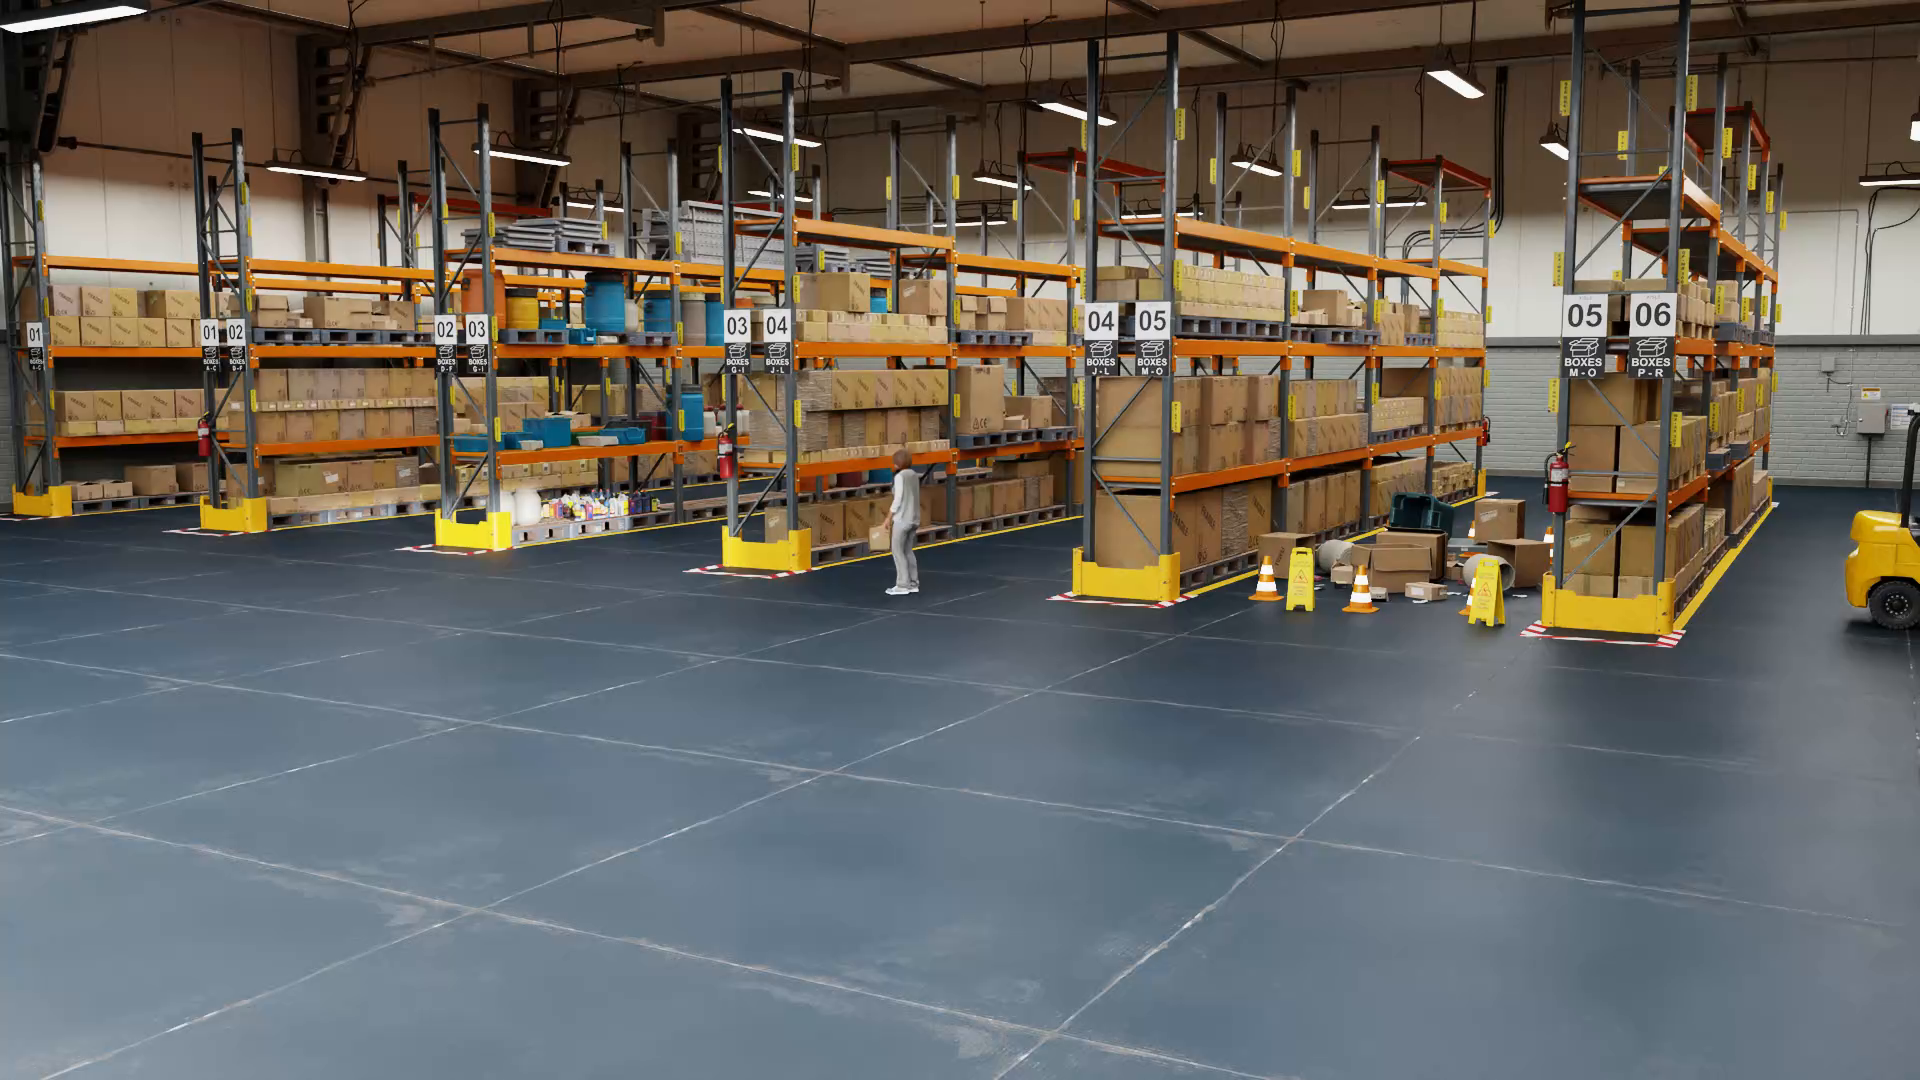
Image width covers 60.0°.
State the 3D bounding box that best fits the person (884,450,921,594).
[{"bbox_3d":[-0.621,-0.200,18.388,0.347,1.600,0.447,3,7,27],"label":"person"}]
